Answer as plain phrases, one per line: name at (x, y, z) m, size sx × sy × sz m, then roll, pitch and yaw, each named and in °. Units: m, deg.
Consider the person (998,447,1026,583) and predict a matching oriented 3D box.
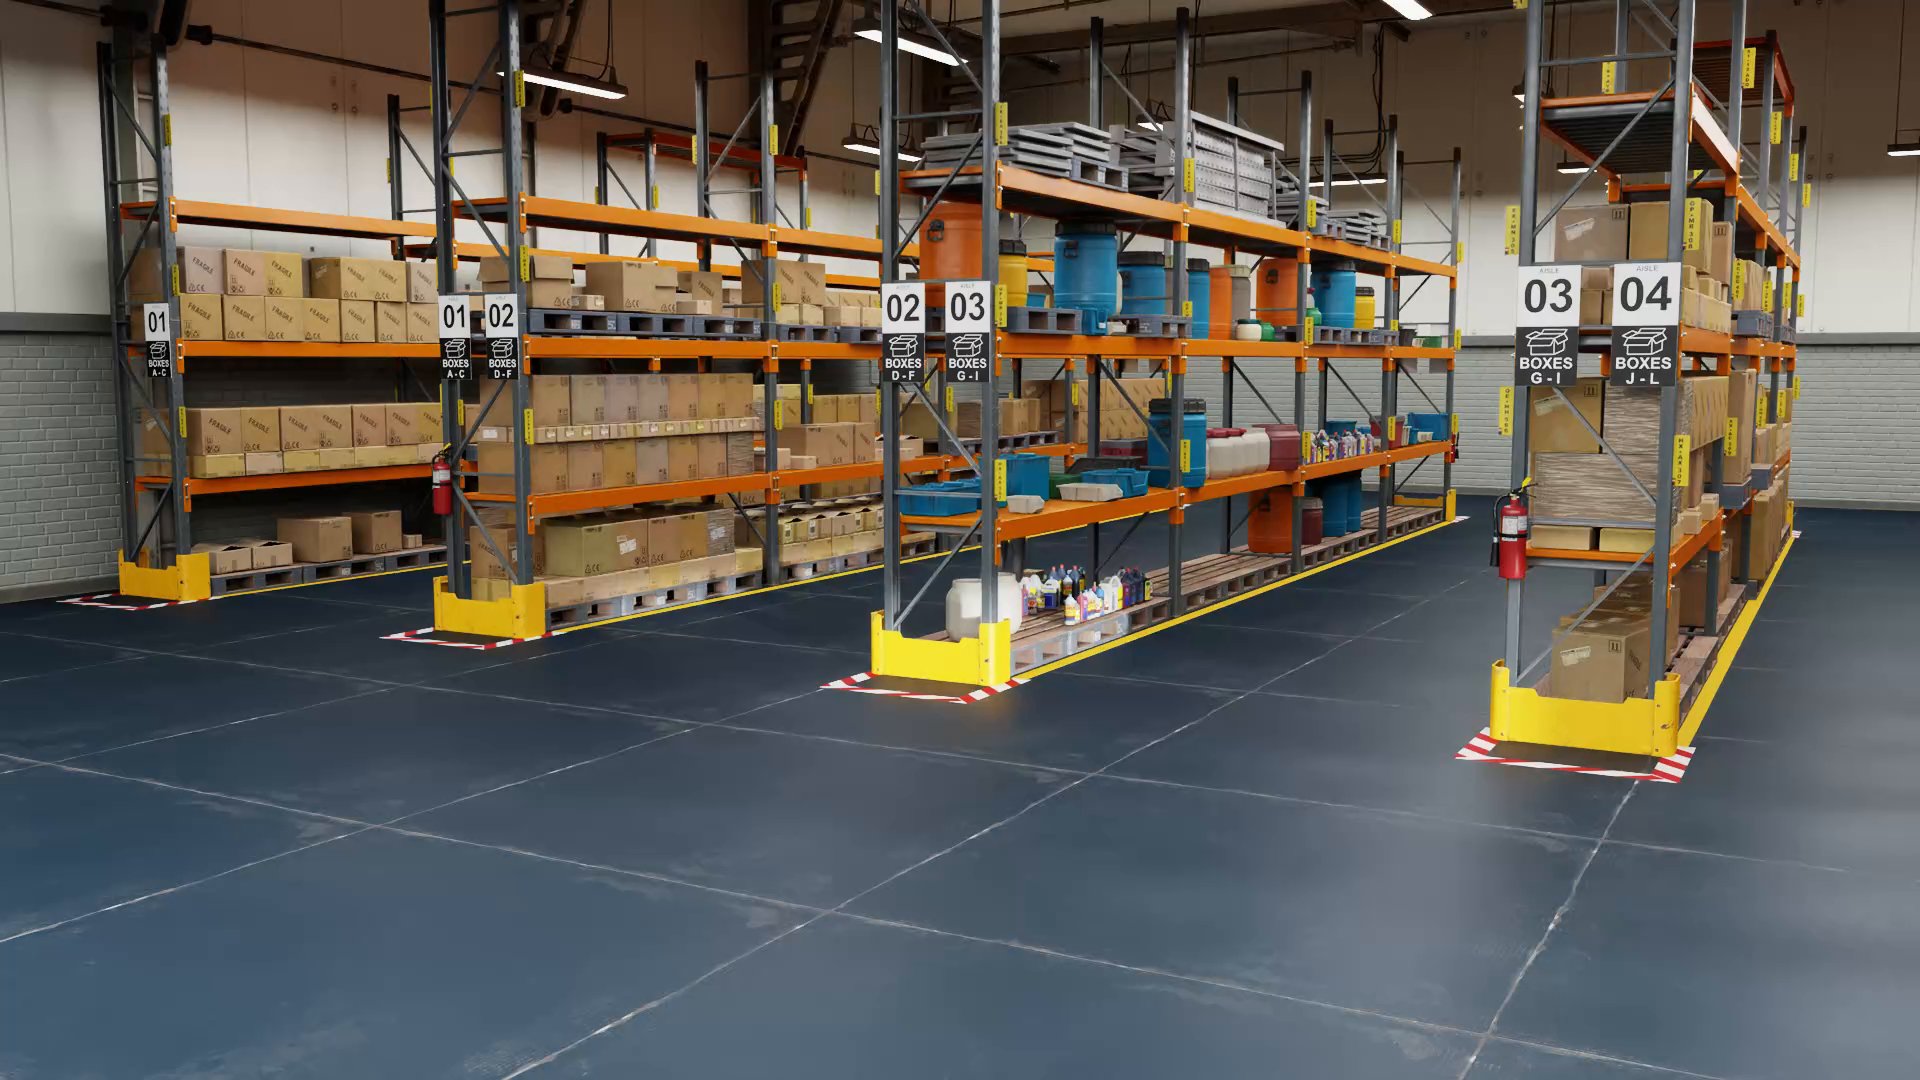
person at (0.527, -0.183, 18.141) m, size 0.436 × 1.661 × 0.309 m, roll 3°, pitch 7°, yaw 30°
